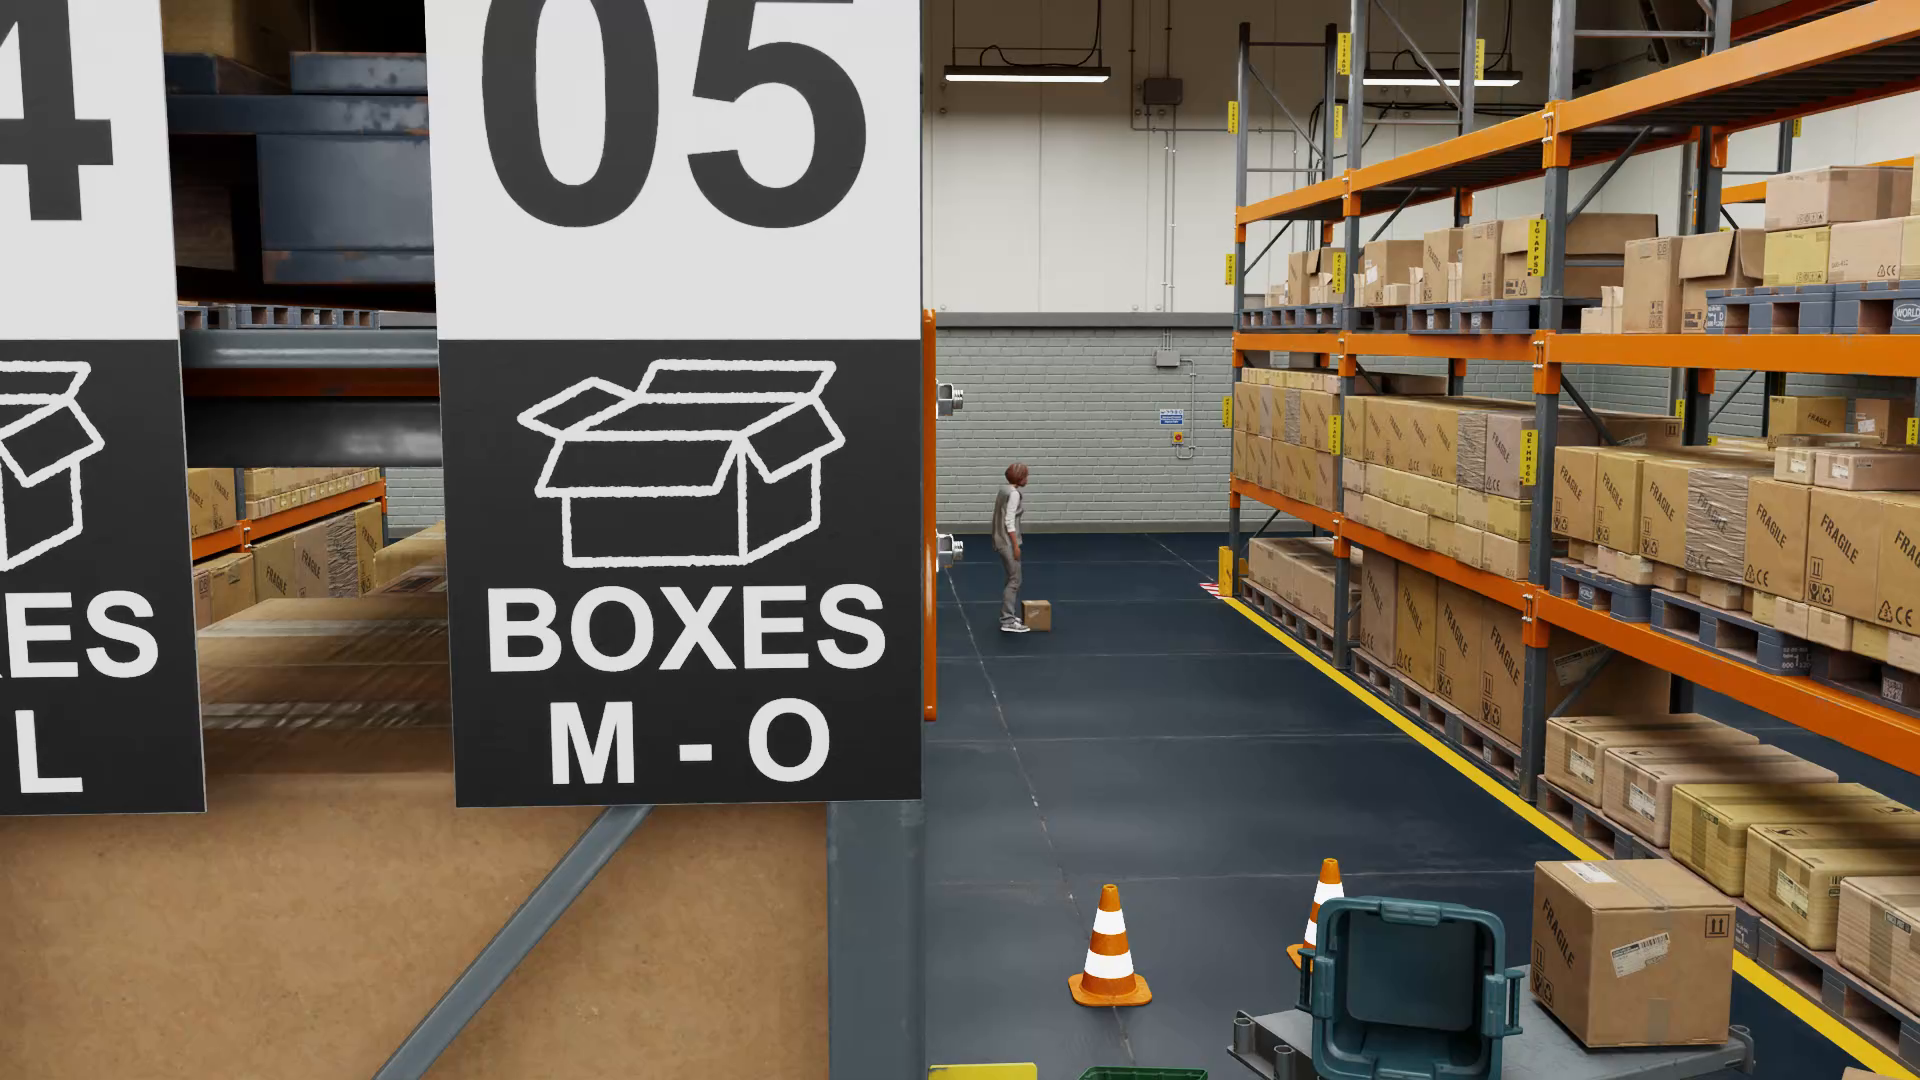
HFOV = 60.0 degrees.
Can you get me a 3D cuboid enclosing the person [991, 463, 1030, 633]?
[{"bbox_3d":[0.497,0.067,15.812,0.377,1.580,0.469,-1,7,-6],"label":"person"}]
